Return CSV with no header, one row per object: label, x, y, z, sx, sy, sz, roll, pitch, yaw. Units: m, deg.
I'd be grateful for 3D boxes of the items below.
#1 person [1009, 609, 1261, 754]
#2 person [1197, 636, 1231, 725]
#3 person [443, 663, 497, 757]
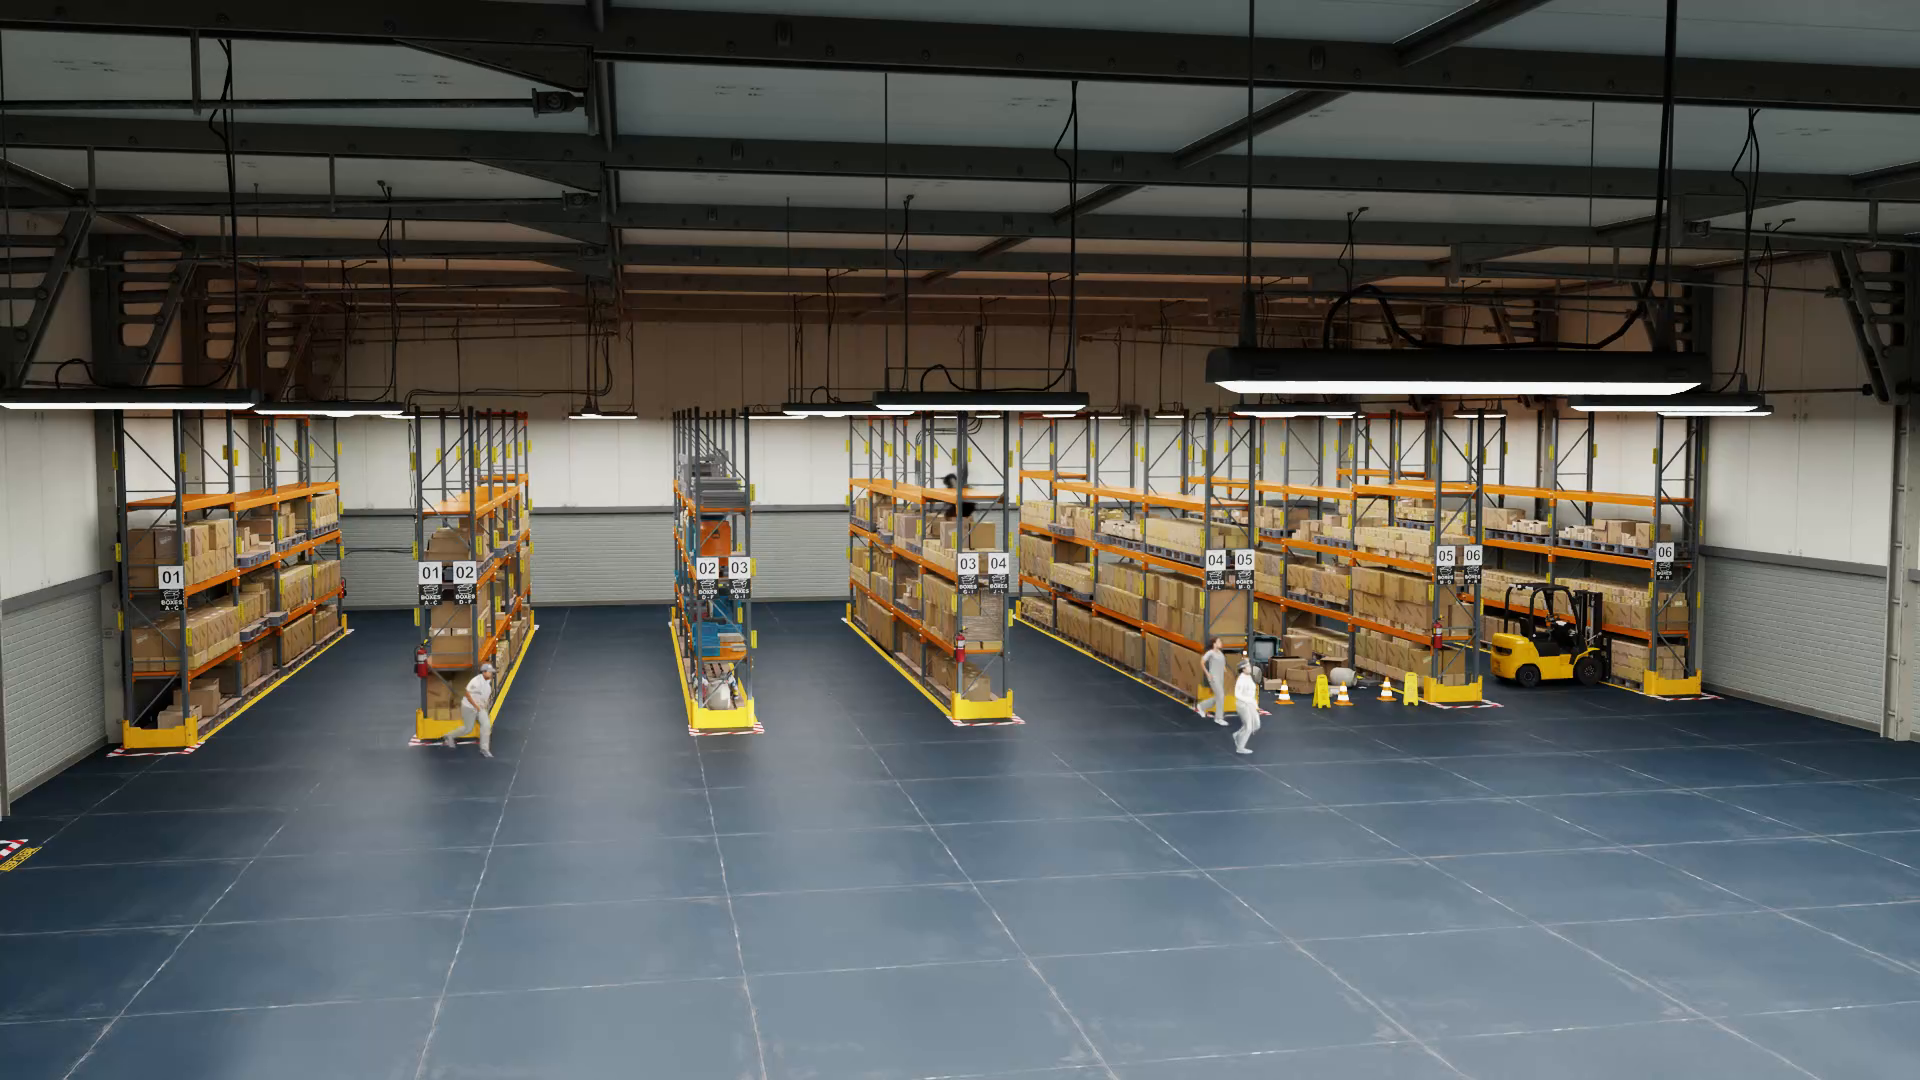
person,2.984,2.525,30.276,5.553,2.084,1.594,2,5,29
person,4.871,2.663,31.675,0.719,1.651,0.604,4,6,43
person,-8.402,2.923,28.579,0.996,1.636,0.625,1,4,10
